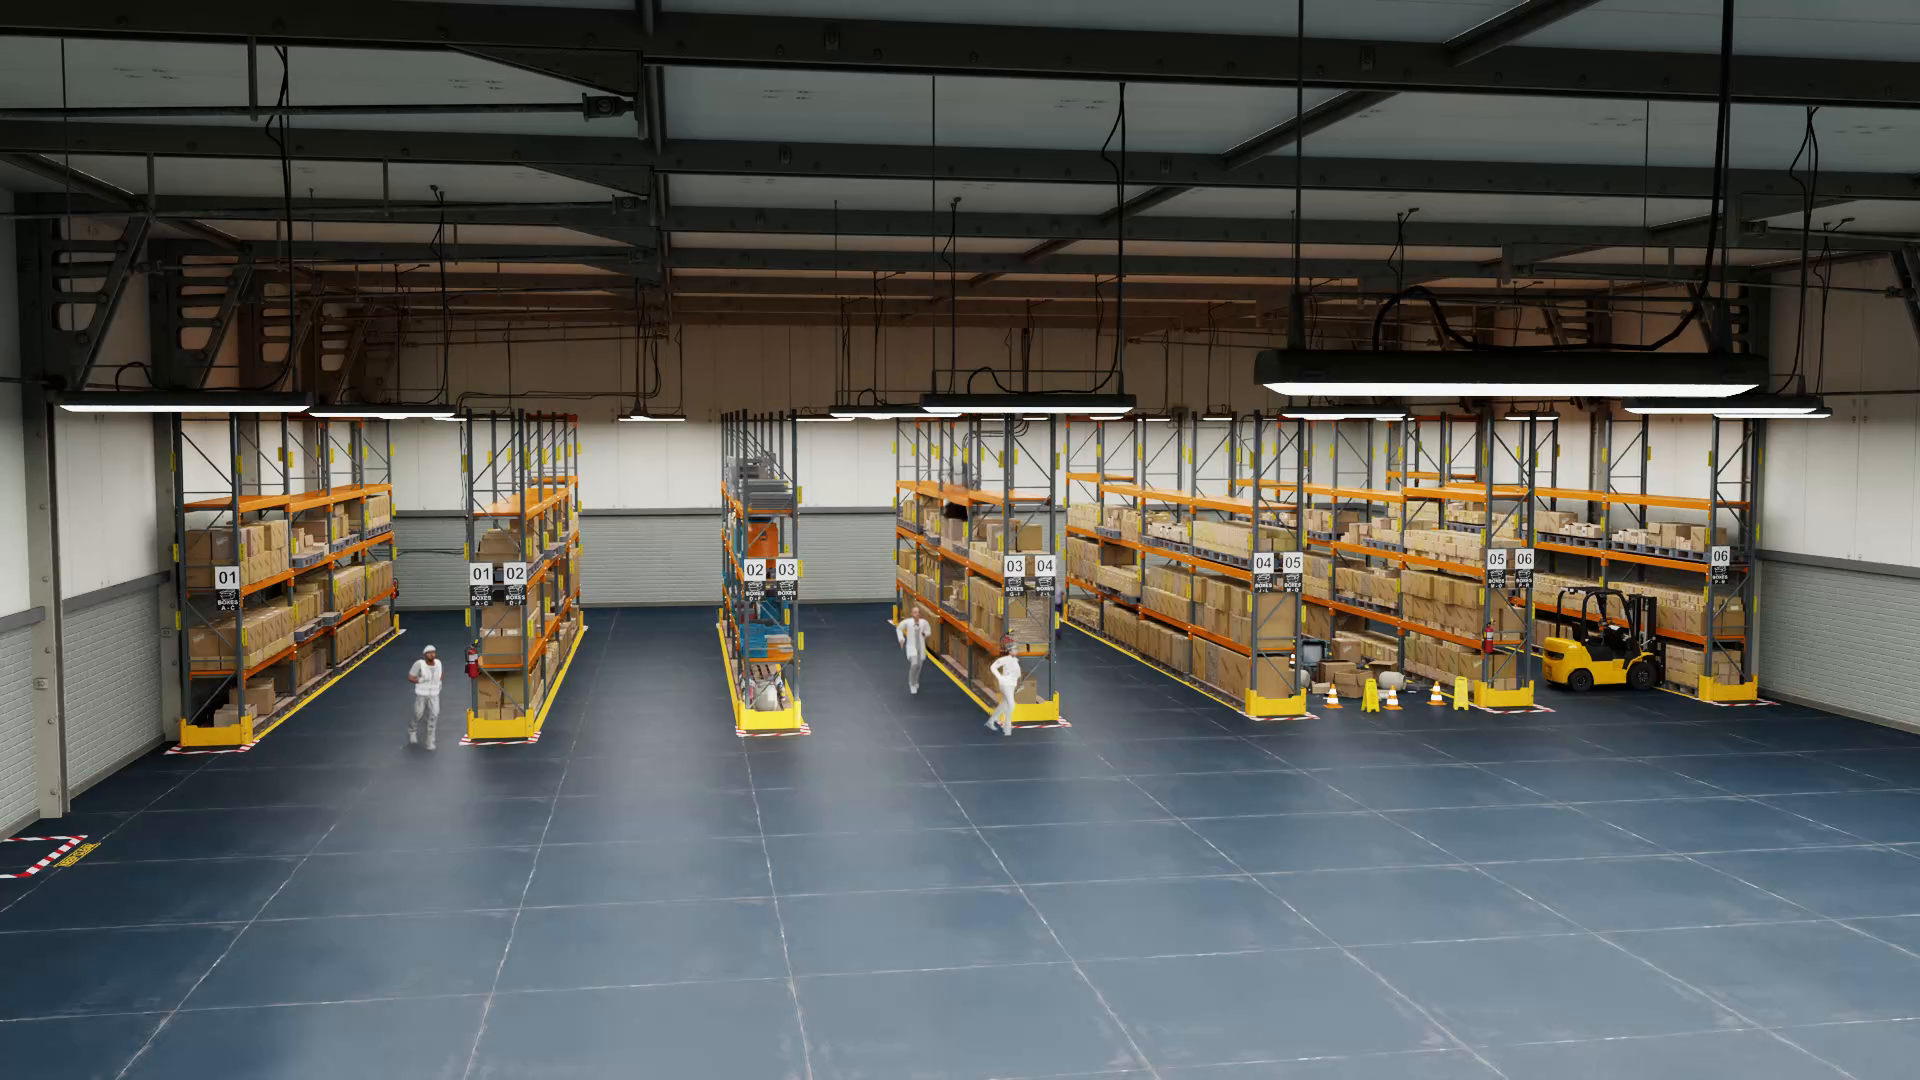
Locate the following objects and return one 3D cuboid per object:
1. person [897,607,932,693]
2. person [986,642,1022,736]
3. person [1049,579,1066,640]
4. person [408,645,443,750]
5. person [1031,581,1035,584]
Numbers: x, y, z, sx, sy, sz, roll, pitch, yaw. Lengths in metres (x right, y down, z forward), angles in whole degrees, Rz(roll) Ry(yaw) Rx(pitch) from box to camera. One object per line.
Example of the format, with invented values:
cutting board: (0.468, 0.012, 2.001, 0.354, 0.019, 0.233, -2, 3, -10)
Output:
person: (-0.952, 2.357, 35.619, 0.675, 1.846, 0.829, -2, 4, -22)
person: (0.853, 2.759, 30.861, 0.634, 1.749, 0.612, 3, 5, 34)
person: (2.509, 1.812, 44.018, 0.619, 1.589, 1.044, 0, 4, -5)
person: (-9.458, 2.768, 29.532, 0.686, 1.810, 0.888, -3, 5, -37)
person: (2.003, 1.577, 46.846, 0.683, 1.784, 0.947, 0, 4, -6)
